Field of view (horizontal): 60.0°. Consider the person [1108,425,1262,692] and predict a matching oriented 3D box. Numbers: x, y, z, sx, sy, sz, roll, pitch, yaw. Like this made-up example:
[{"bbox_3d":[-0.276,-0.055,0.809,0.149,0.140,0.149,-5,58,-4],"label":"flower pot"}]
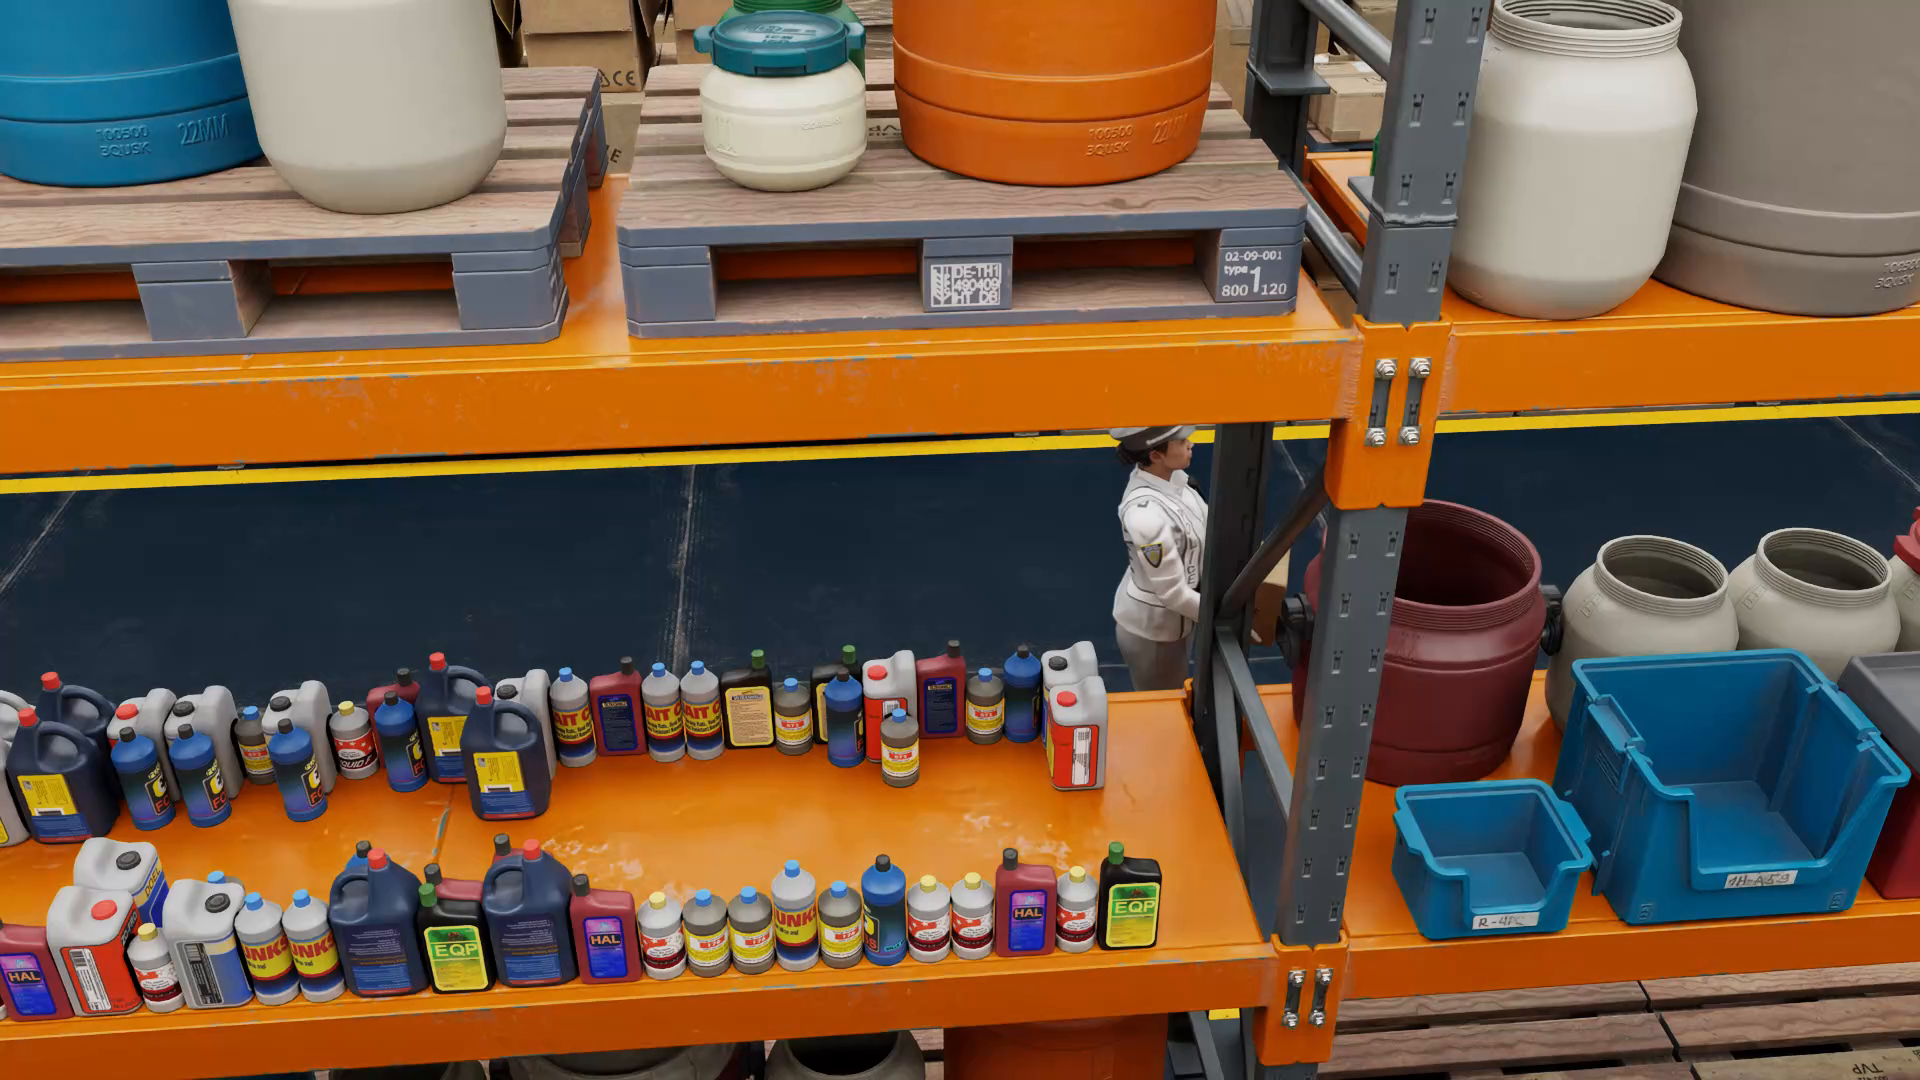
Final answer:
[{"bbox_3d":[0.746,0.280,5.647,0.556,1.686,0.461,6,32,10],"label":"person"}]
